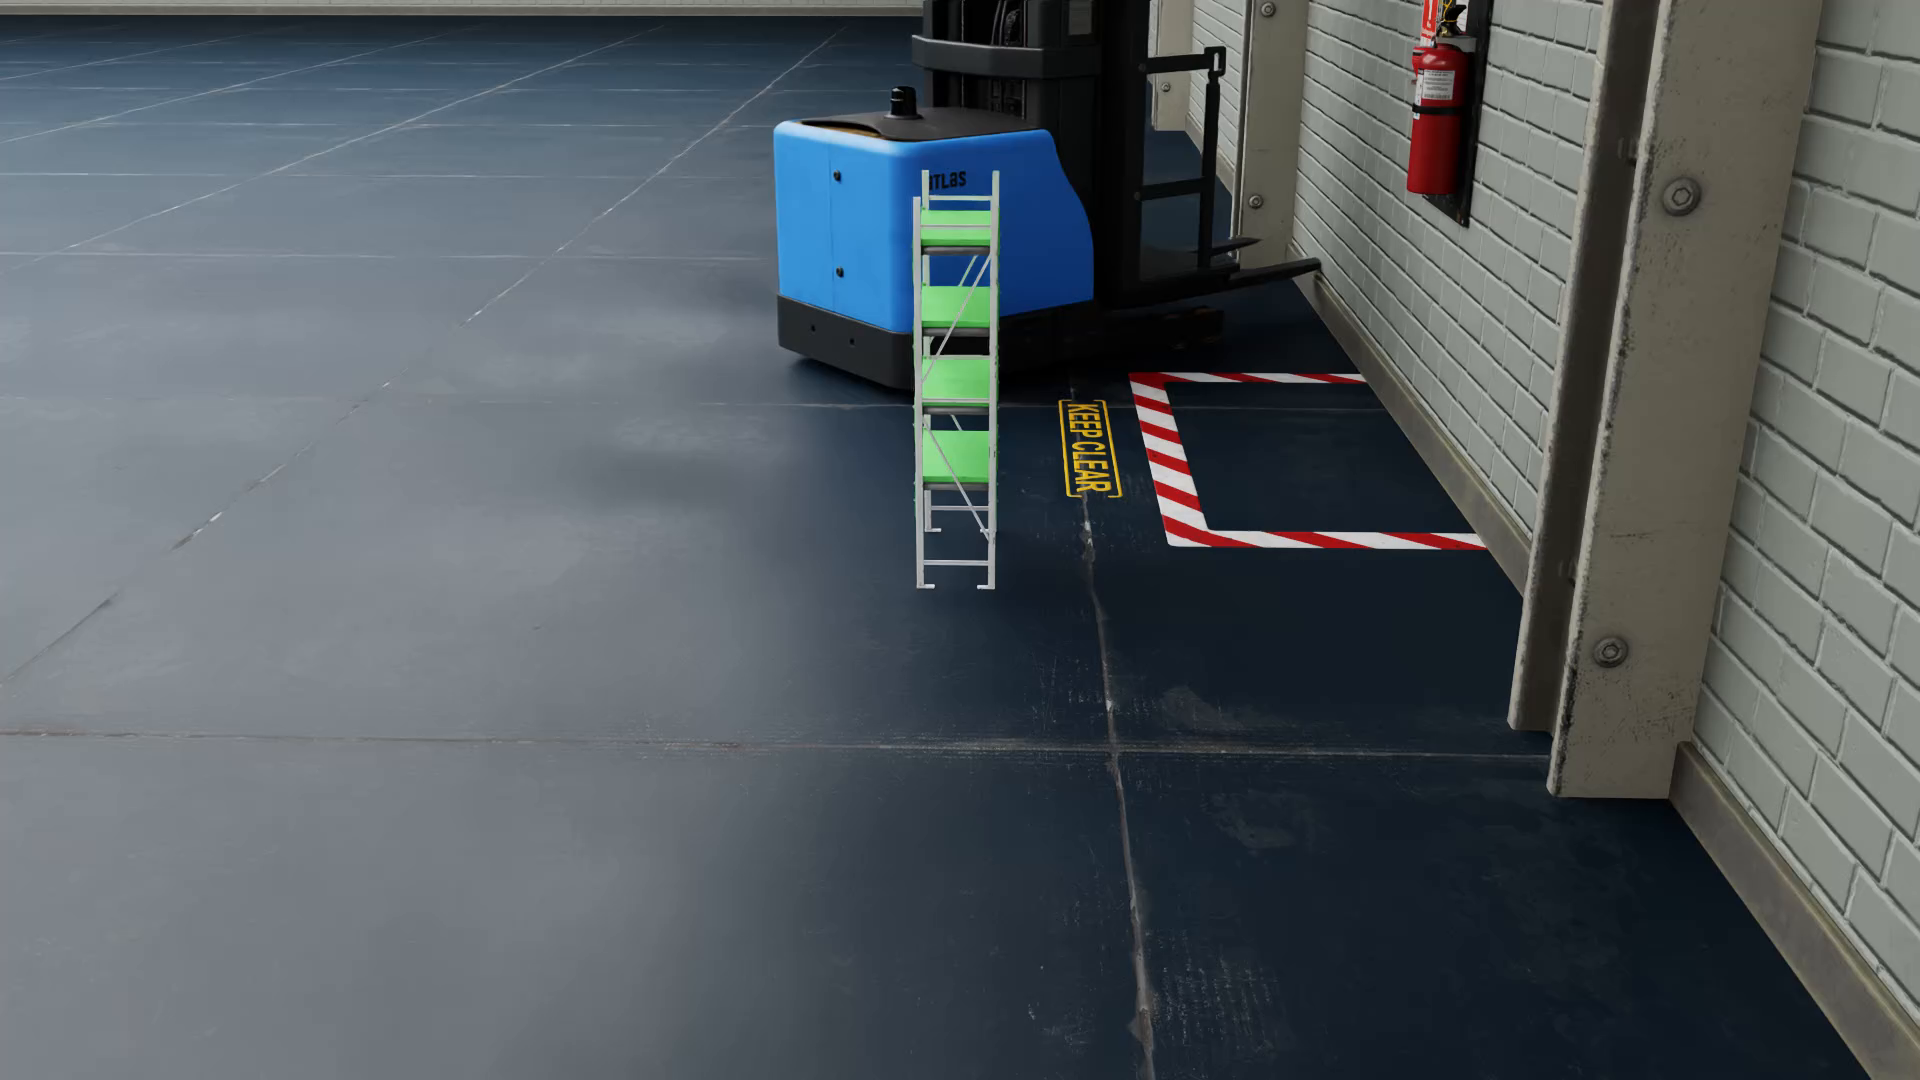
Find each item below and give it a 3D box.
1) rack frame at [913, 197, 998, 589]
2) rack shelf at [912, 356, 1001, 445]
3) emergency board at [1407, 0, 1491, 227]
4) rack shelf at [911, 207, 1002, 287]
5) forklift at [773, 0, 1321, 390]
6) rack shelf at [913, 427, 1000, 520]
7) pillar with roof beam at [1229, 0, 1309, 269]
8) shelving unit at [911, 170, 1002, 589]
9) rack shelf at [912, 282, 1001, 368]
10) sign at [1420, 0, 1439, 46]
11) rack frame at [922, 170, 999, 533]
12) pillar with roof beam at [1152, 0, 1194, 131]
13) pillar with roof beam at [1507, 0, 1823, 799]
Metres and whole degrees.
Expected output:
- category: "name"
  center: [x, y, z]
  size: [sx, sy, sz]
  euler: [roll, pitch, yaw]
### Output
- category: "rack frame"
  center: [-0.012, -0.411, 4.930]
  size: [0.240, 1.200, 0.015]
  euler: [1, 21, 2]
- category: "rack shelf"
  center: [-0.005, -0.440, 5.181]
  size: [0.258, 0.148, 0.480]
  euler: [1, 21, 2]
- category: "emergency board"
  center: [1.684, -1.751, 5.896]
  size: [0.194, 1.169, 0.643]
  euler: [1, 21, 2]
- category: "rack shelf"
  center: [-0.005, -0.887, 5.007]
  size: [0.258, 0.148, 0.480]
  euler: [1, 21, 2]
- category: "forklift"
  center: [0.637, -2.398, 7.658]
  size: [3.031, 2.935, 1.130]
  euler: [-16, 26, -35]
- category: "rack shelf"
  center: [-0.005, -0.216, 5.268]
  size: [0.258, 0.148, 0.480]
  euler: [1, 21, 2]
- category: "pillar with roof beam"
  center: [-2.550, -5.872, 8.222]
  size: [9.100, 9.000, 0.400]
  euler: [1, 21, 2]
- category: "shelving unit"
  center: [-0.005, -0.500, 5.158]
  size: [0.258, 1.200, 0.503]
  euler: [1, 21, 2]
- category: "rack shelf"
  center: [-0.005, -0.664, 5.094]
  size: [0.258, 0.148, 0.480]
  euler: [1, 21, 2]
- category: "sign"
  center: [1.804, -1.967, 6.402]
  size: [0.001, 0.329, 0.234]
  euler: [1, 21, 2]
- category: "rack frame"
  center: [0.002, -0.588, 5.385]
  size: [0.240, 1.200, 0.015]
  euler: [1, 21, 2]
- category: "pillar with roof beam"
  center: [-2.368, -8.041, 13.813]
  size: [9.100, 9.000, 0.400]
  euler: [1, 21, 2]
- category: "pillar with roof beam"
  center: [-2.733, -3.702, 2.631]
  size: [9.100, 9.000, 0.400]
  euler: [1, 21, 2]
